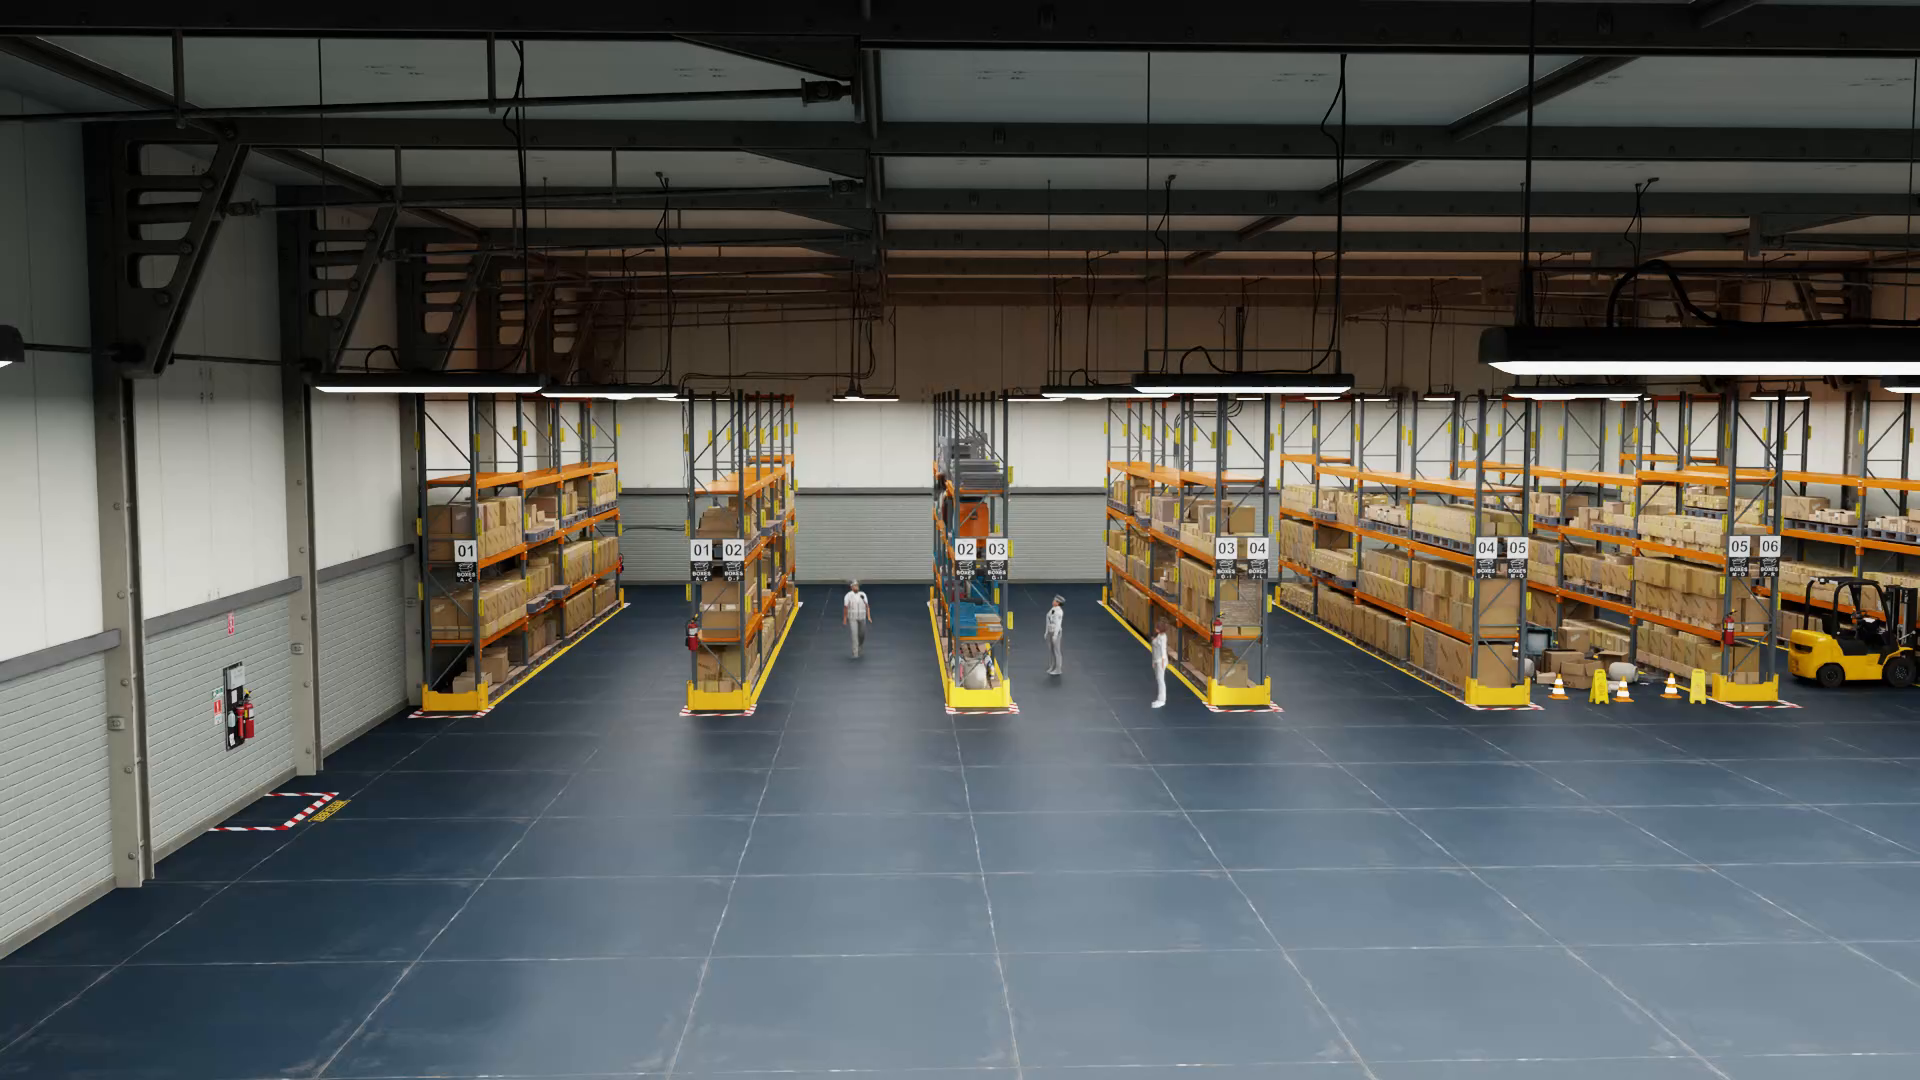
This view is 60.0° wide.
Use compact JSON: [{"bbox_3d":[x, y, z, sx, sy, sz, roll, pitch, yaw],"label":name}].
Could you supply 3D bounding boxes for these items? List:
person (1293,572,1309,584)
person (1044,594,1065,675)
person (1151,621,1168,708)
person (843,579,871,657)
[{"bbox_3d":[10.141,0.853,48.984,0.977,1.745,0.635,-1,5,-10],"label":"person"},{"bbox_3d":[2.006,1.987,35.300,0.453,1.698,0.494,-3,6,-33],"label":"person"},{"bbox_3d":[3.779,2.350,31.616,0.370,1.611,0.518,-1,5,-6],"label":"person"},{"bbox_3d":[-2.341,1.758,37.791,0.634,1.734,0.958,-1,5,-13],"label":"person"}]
